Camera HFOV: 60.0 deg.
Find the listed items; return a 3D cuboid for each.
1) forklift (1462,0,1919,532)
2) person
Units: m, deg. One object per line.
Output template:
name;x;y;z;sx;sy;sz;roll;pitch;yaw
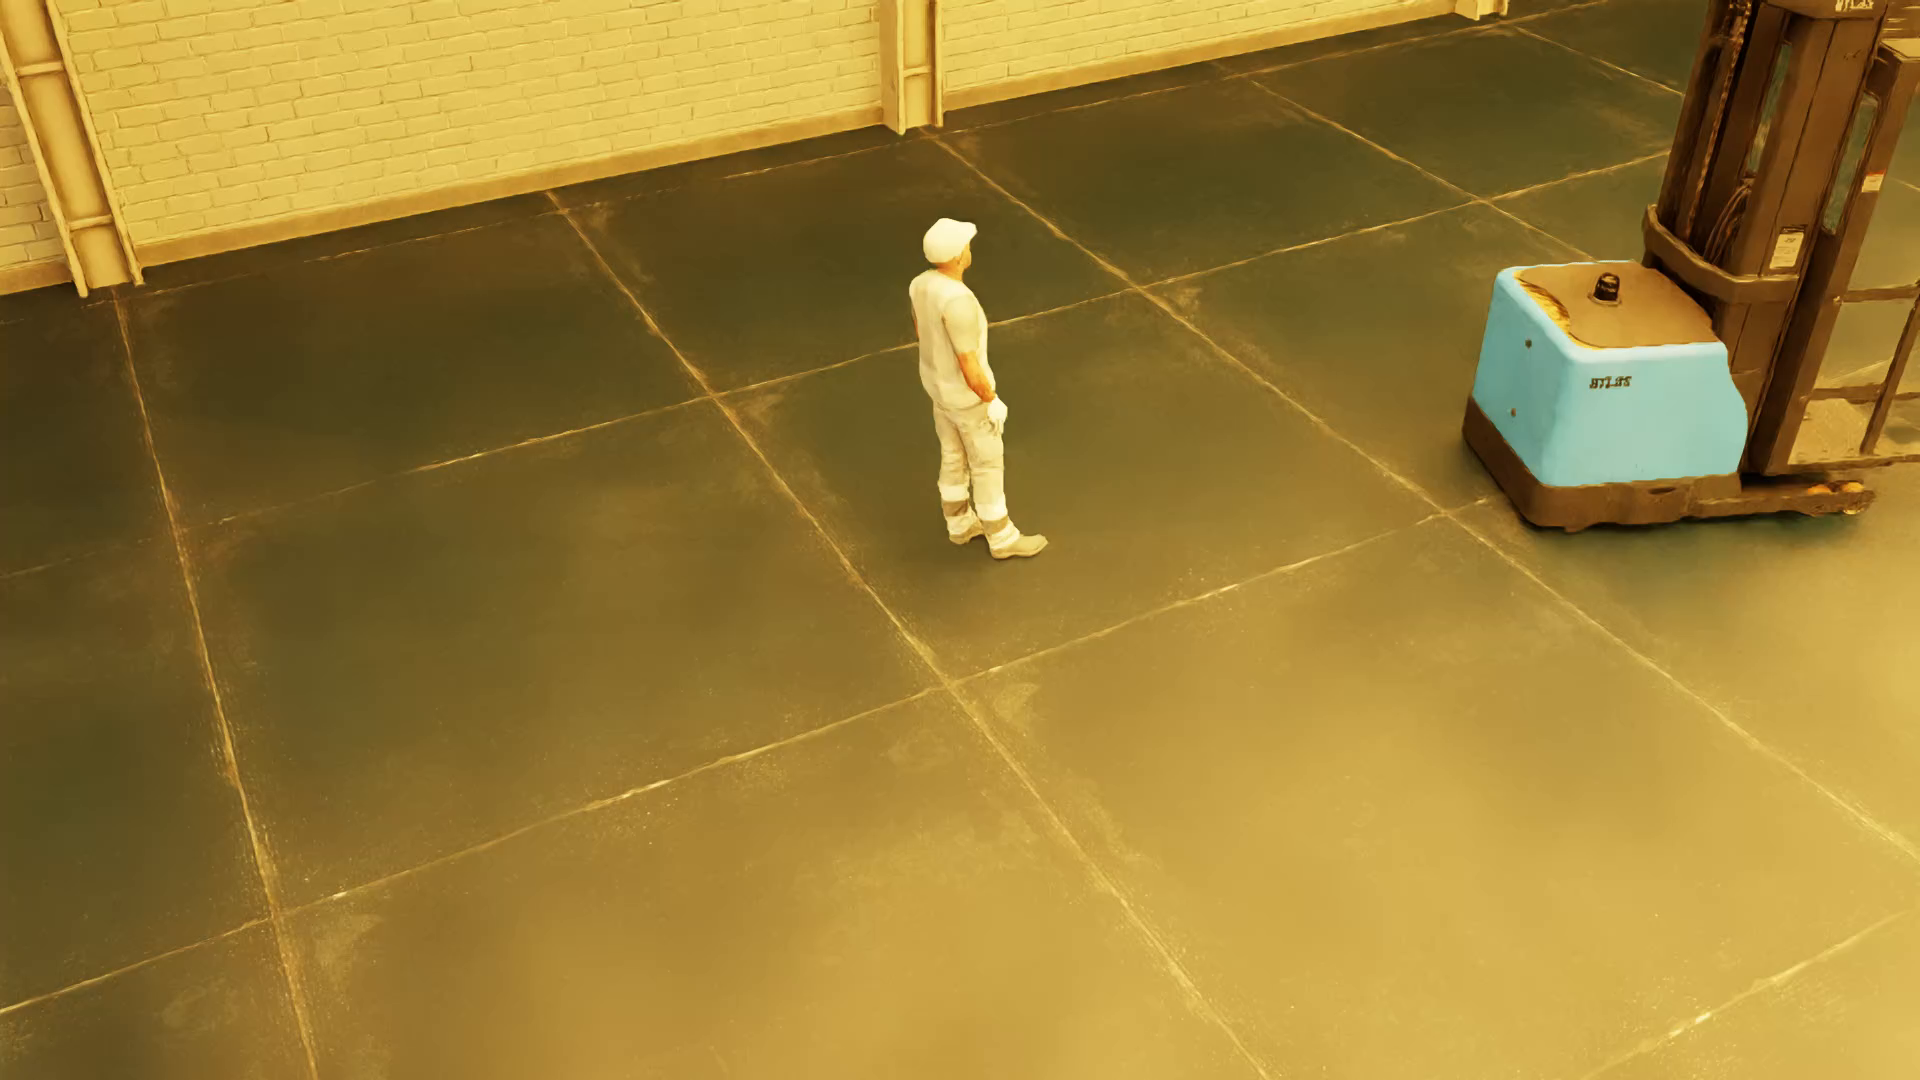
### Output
forklift;4.397;-1.618;8.412;3.031;2.935;1.130;-5;36;-7
person;0.077;-0.752;8.165;0.561;1.787;0.637;-17;39;-23
